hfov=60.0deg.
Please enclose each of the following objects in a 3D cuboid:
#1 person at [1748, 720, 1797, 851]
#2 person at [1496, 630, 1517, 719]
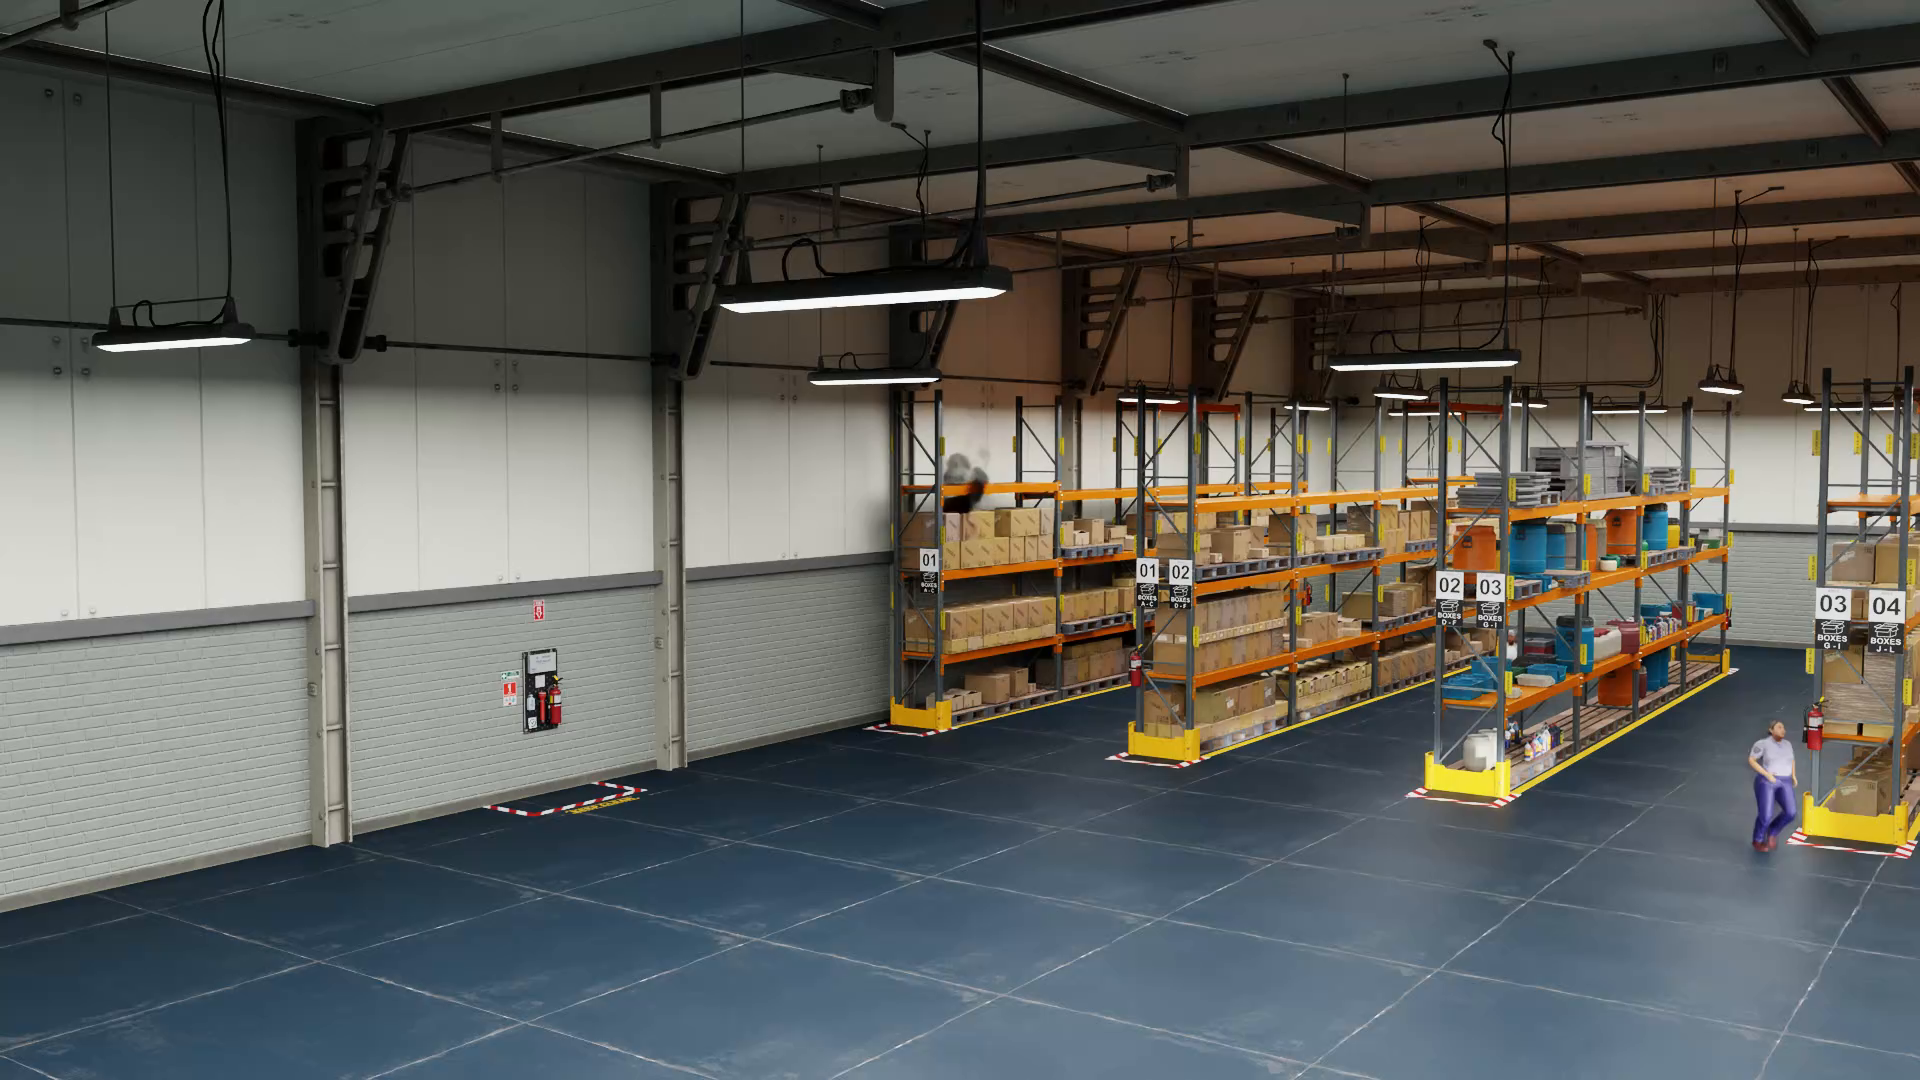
[{"bbox_3d":[10.098,3.042,20.565,0.615,1.614,0.517,0,3,-2],"label":"person"},{"bbox_3d":[10.082,2.467,30.465,0.591,1.638,0.576,2,4,32],"label":"person"}]
